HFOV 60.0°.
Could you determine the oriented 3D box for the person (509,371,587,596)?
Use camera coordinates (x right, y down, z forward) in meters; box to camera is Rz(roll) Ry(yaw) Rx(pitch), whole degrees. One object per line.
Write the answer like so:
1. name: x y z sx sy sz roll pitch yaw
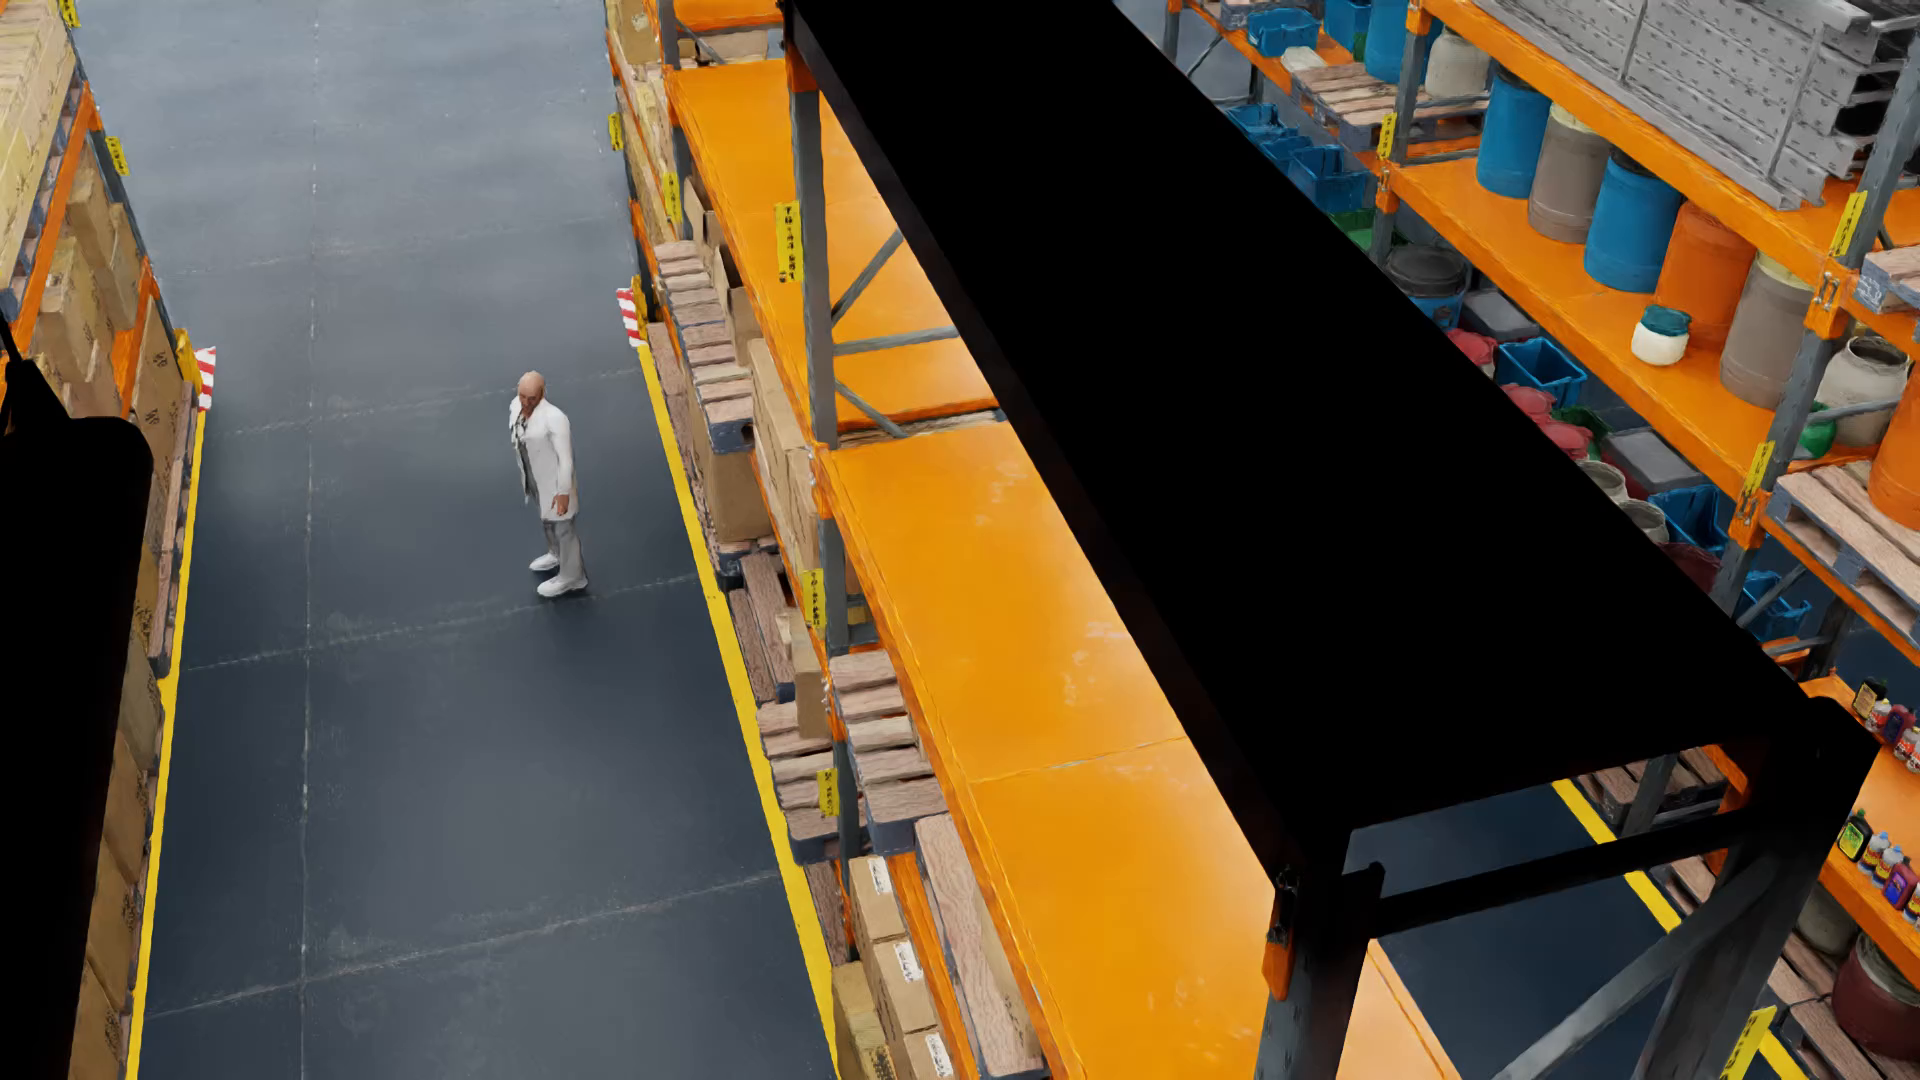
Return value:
1. person: -2.982 -0.412 11.885 0.632 1.783 0.506 30 47 32
